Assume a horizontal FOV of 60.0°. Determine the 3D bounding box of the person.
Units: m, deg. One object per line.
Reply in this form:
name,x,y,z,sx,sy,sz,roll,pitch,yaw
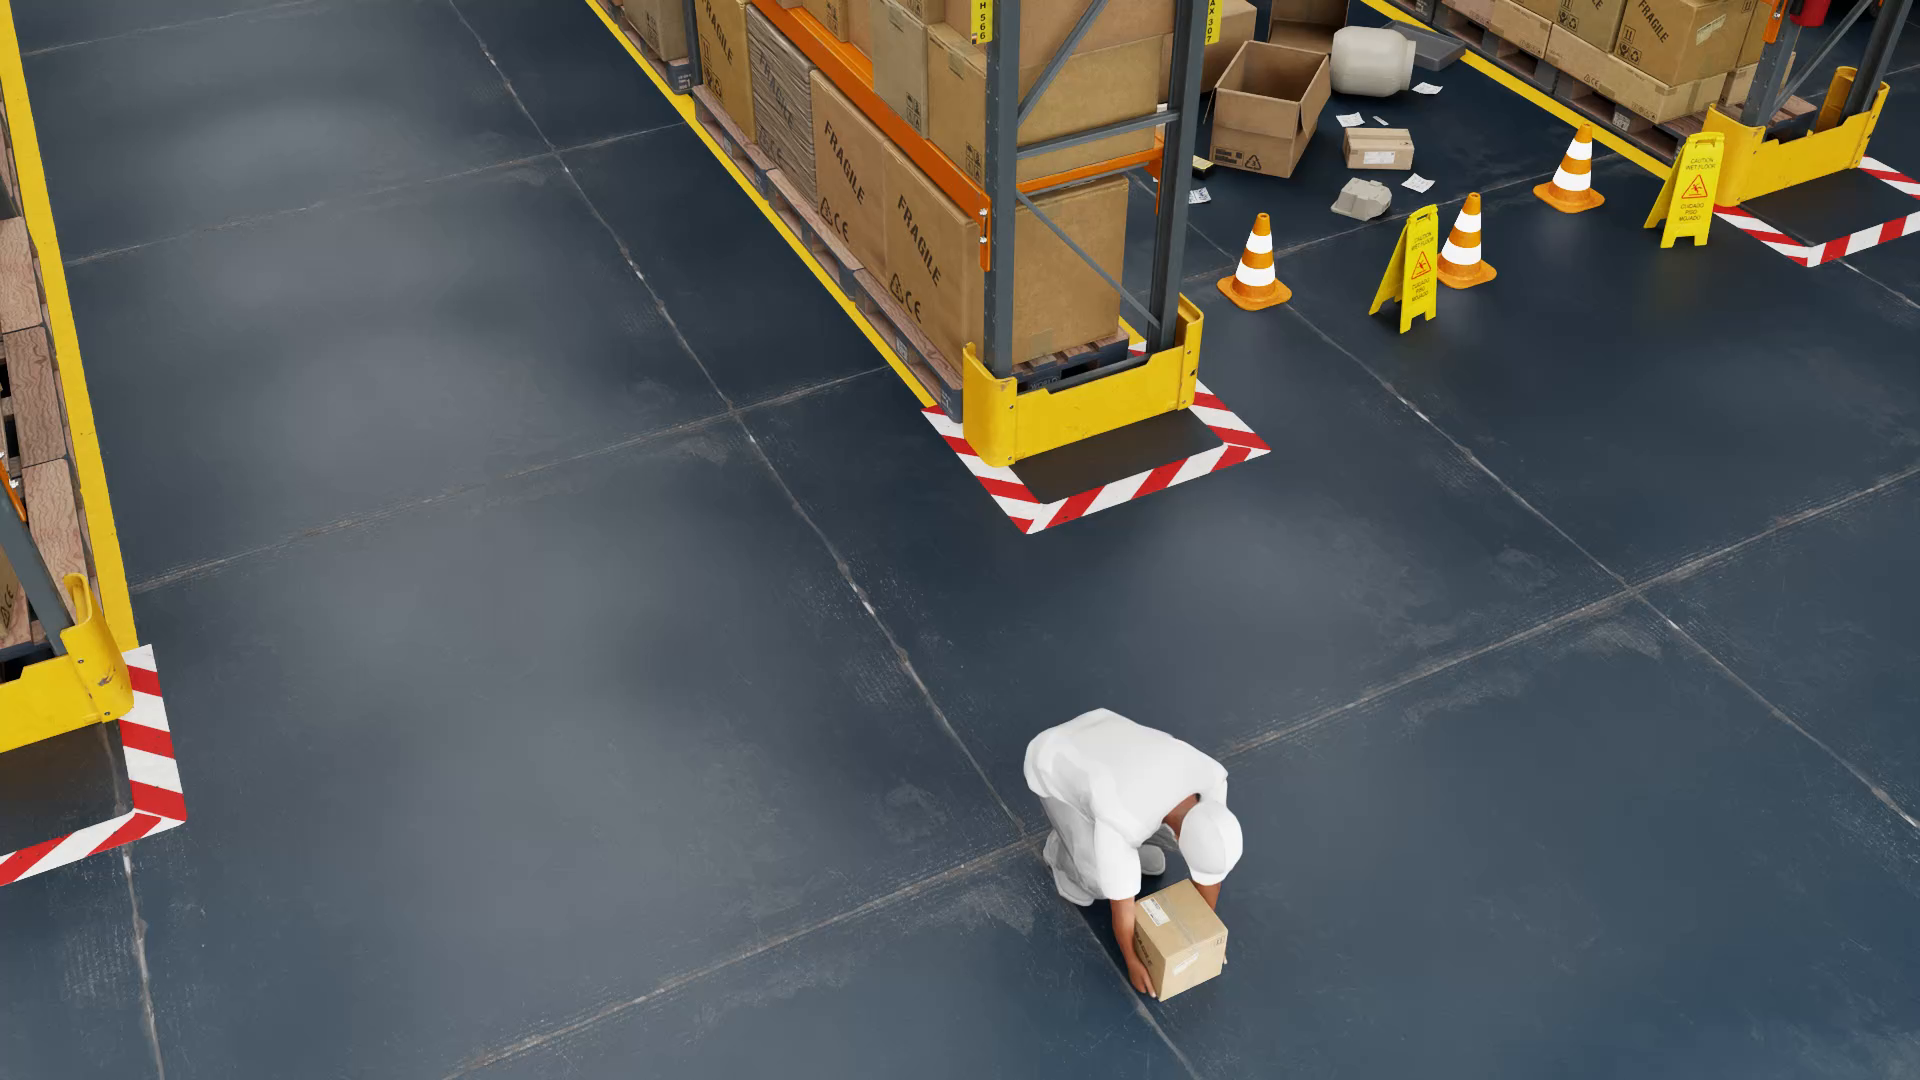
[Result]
person,0.618,1.008,5.784,0.541,0.893,0.931,-19,45,-21
